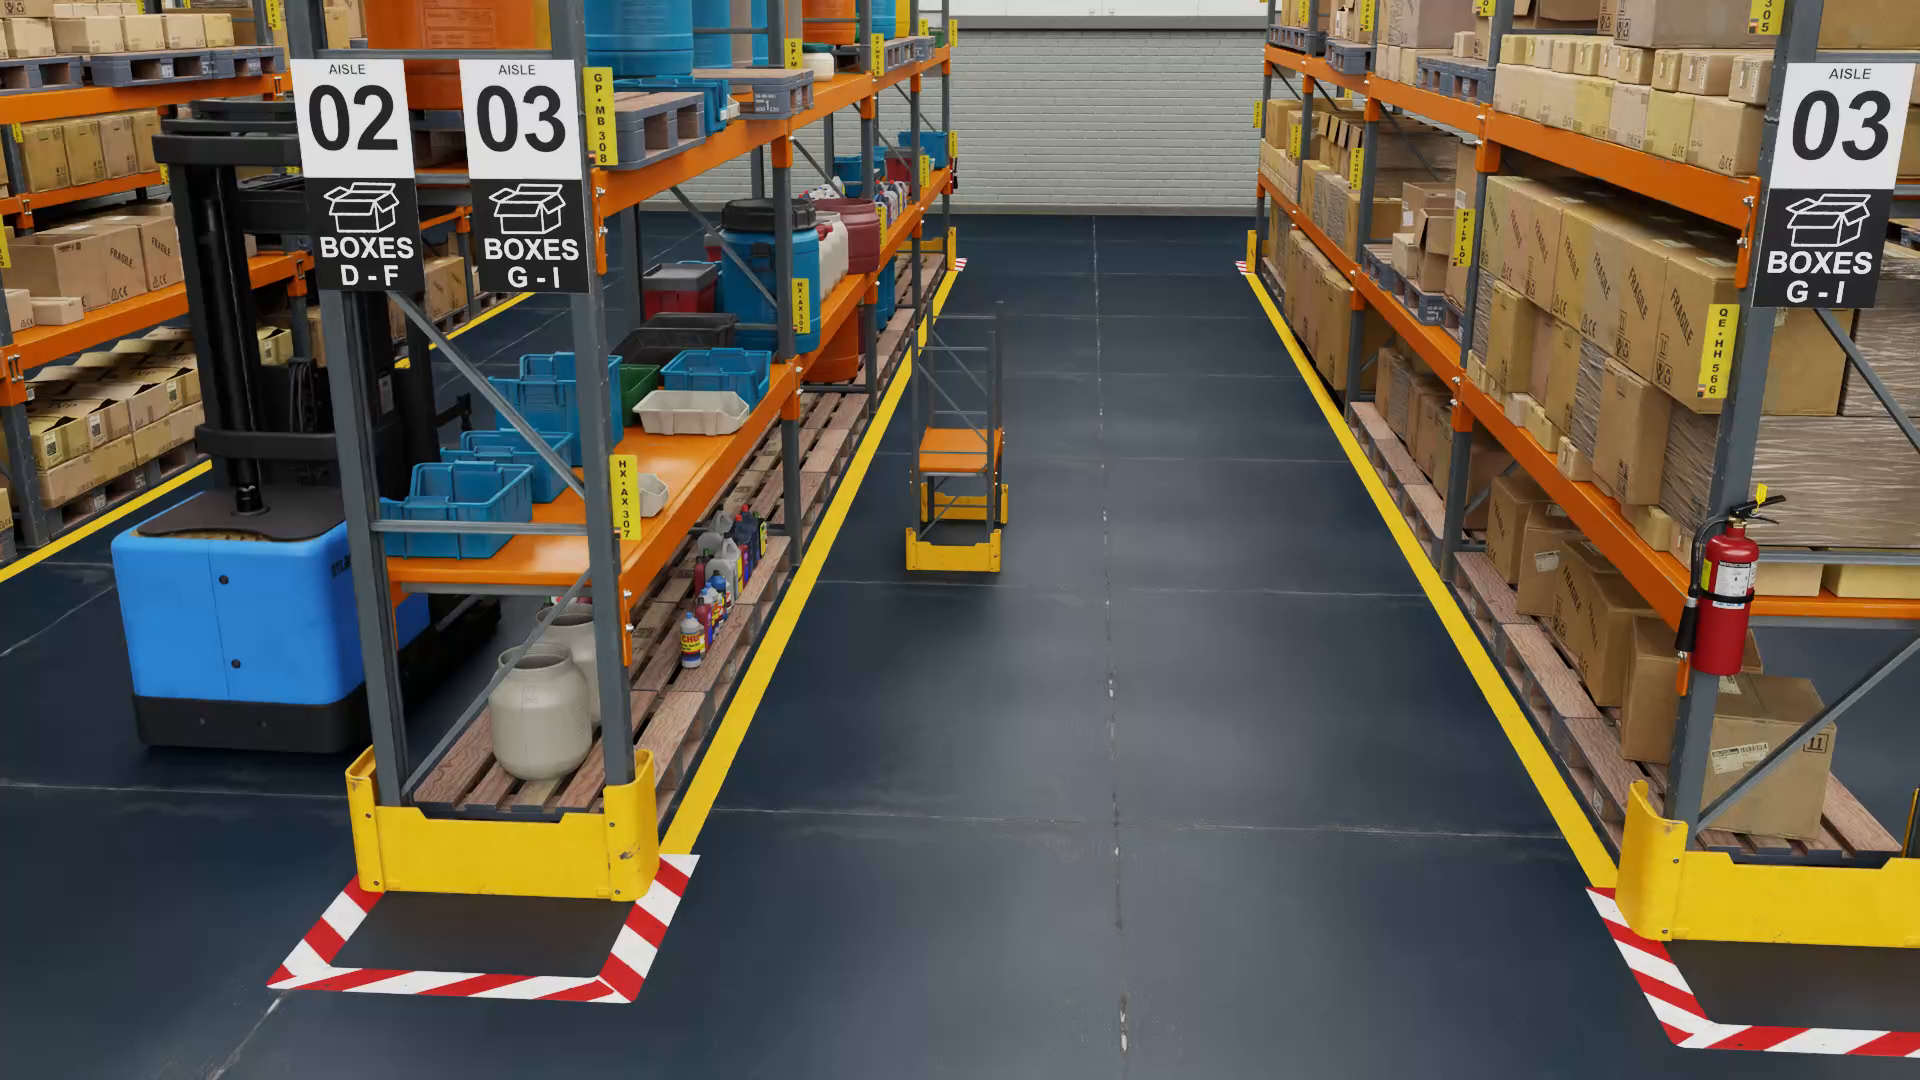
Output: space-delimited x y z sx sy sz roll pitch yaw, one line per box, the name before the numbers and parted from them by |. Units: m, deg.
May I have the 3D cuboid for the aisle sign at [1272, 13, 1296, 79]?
aisle sign | 4.010 -6.162 20.736 0.394 0.787 0.004 1 18 4

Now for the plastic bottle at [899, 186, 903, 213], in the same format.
plastic bottle | -0.655 -3.464 16.876 0.152 0.276 0.135 1 18 4

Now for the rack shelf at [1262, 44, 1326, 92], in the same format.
rack shelf | 4.160 -5.360 18.801 1.077 0.370 4.000 1 18 4

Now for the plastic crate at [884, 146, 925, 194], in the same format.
plastic crate | -0.609 -4.096 18.408 0.402 0.464 0.583 1 18 4

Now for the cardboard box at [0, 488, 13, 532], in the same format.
cardboard box | -6.252 -0.137 10.265 0.500 0.250 0.500 1 18 4

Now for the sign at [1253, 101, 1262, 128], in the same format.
sign | 3.751 -5.361 20.948 0.100 0.325 0.005 1 18 4

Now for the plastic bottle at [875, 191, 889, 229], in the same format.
plastic bottle | -0.742 -3.107 15.668 0.144 0.351 0.185 1 18 4

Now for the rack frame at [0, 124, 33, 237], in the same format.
rack frame | -10.805 -3.987 18.273 1.000 3.000 0.127 1 18 4

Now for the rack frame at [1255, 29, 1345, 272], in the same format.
rack frame | 4.304 -4.897 21.052 1.000 3.000 0.127 1 18 4

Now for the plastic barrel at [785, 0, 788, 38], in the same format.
plastic barrel | -1.532 -3.700 11.889 0.600 0.830 0.708 1 18 4

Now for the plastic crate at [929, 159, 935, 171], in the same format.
plastic crate | -0.514 -4.654 20.636 0.396 0.136 0.243 1 18 4

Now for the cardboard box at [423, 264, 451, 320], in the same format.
cardboard box | -5.657 -2.586 17.305 0.500 0.500 0.500 1 18 4

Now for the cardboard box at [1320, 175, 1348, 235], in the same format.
cardboard box | 3.631 -3.093 15.385 0.500 0.500 0.500 2 18 5

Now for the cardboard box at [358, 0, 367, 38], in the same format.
cardboard box | -5.998 -5.235 16.268 0.600 0.600 0.600 1 18 3

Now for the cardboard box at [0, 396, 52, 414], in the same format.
cardboard box | -6.663 -0.846 11.529 0.500 0.311 0.500 2 18 5

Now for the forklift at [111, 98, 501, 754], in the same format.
forklift | -3.193 -0.821 8.721 1.130 2.935 3.031 2 18 6

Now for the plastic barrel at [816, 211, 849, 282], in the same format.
plastic barrel | -1.071 -2.252 12.800 0.421 0.512 0.421 0 18 0

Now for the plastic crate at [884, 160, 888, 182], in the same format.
plastic crate | -0.630 -4.208 19.042 0.437 0.282 0.530 1 18 4

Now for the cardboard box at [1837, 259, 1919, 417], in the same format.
cardboard box | 3.468 -0.757 6.172 0.500 0.500 0.500 1 18 4

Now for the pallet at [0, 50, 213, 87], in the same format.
pallet | -6.187 -3.411 12.001 1.003 0.211 1.213 2 18 6

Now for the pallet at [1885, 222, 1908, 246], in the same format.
pallet | 8.771 -2.795 14.945 1.003 0.211 1.213 1 18 4

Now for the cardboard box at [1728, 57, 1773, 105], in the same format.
cardboard box | 2.865 -1.565 5.665 0.380 0.149 0.250 1 18 4

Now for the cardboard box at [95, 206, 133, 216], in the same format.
cardboard box | -10.713 -4.138 21.032 0.380 0.149 0.250 1 18 4

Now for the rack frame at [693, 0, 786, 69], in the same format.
rack frame | -1.497 -4.132 9.081 1.000 3.000 0.127 1 18 4

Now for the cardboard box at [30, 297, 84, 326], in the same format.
cardboard box | -6.170 -1.544 11.221 0.380 0.149 0.250 1 18 4

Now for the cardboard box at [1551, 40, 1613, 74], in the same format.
cardboard box | 3.040 -2.294 7.890 0.380 0.149 0.250 1 18 3

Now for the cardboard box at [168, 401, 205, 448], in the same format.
cardboard box | -6.051 -0.883 12.542 0.500 0.250 0.500 2 18 5

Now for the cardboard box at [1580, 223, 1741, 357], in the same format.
cardboard box | 3.018 -1.079 7.155 0.500 0.500 0.500 1 18 4

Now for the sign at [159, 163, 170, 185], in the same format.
sign | -6.692 -3.157 14.008 0.100 0.325 0.005 1 18 4

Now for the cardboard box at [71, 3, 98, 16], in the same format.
cardboard box | -10.412 -6.114 19.354 0.500 0.250 0.500 1 18 2

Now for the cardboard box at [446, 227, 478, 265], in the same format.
cardboard box | -5.734 -3.484 20.040 0.797 0.503 0.637 1 18 4

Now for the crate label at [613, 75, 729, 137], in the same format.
crate label | -1.320 -1.967 7.532 0.502 0.251 0.408 1 18 4

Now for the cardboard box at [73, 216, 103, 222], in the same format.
cardboard box | -10.405 -3.801 20.005 0.380 0.149 0.250 1 18 2

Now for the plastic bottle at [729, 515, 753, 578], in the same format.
plastic bottle | -1.269 0.035 9.547 0.144 0.351 0.185 0 18 1

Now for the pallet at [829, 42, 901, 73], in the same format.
pallet | -1.058 -4.094 14.087 1.003 0.211 1.213 1 18 4

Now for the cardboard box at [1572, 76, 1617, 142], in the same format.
cardboard box | 3.047 -1.908 7.353 0.500 0.250 0.500 1 18 3

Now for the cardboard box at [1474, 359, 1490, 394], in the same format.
cardboard box | 3.097 -0.914 9.298 0.380 0.149 0.250 1 18 4

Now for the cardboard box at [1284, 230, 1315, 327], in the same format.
cardboard box | 3.991 -2.646 16.918 1.225 0.875 0.875 1 18 4

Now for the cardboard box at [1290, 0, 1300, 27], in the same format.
cardboard box | 4.170 -6.121 18.973 0.700 0.500 0.500 0 18 0

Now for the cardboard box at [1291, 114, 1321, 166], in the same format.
cardboard box | 3.783 -4.230 17.575 0.500 0.500 0.500 2 18 5

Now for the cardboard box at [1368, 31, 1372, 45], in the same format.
cardboard box | 3.702 -4.278 13.504 0.797 0.503 0.637 2 18 7

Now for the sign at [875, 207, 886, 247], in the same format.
sign | -0.661 -2.591 13.750 0.100 0.325 0.005 1 18 4

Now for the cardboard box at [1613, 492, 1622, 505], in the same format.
cardboard box | 3.049 -0.212 7.157 0.380 0.149 0.250 1 18 4

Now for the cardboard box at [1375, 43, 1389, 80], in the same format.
cardboard box | 3.443 -3.627 12.597 0.500 0.250 0.500 2 18 5

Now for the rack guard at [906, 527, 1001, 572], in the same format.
rack guard | -0.041 0.060 10.340 0.587 0.250 0.087 1 18 4

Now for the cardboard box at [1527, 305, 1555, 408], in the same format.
cardboard box | 3.343 -0.909 8.241 0.875 0.500 0.500 1 18 4

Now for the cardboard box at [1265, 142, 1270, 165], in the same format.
cardboard box | 3.969 -4.663 20.099 0.500 0.250 0.500 1 18 3

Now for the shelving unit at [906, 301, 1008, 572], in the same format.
shelving unit | -0.005 -0.689 10.617 0.587 1.500 1.083 1 18 4

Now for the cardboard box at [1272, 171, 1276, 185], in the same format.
cardboard box | 3.840 -4.197 19.319 0.380 0.149 0.250 1 18 3

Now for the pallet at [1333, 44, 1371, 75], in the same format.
pallet | 3.723 -3.950 13.646 1.213 0.211 1.003 2 18 6

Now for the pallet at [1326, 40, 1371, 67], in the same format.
pallet | 3.801 -4.297 14.706 1.003 0.211 1.213 2 18 6

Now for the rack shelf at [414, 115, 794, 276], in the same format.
rack shelf | -1.640 -1.743 7.765 1.077 0.370 4.000 1 18 4

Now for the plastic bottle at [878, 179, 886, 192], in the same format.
plastic bottle | -0.807 -3.453 16.722 0.144 0.351 0.185 1 18 4

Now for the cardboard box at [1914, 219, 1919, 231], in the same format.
cardboard box | 8.285 -2.671 13.987 0.380 0.149 0.250 2 18 5

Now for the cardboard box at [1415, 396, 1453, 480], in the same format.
cardboard box | 3.602 -0.703 11.560 0.700 0.500 0.500 0 18 -1

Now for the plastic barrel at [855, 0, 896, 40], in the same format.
plastic barrel | -0.893 -5.095 15.359 0.600 0.901 0.708 1 18 4

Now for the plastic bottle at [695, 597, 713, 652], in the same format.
plastic bottle | -1.308 0.417 8.489 0.061 0.283 0.133 2 18 5

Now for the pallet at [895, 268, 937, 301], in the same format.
pallet | -0.825 -3.050 19.891 1.003 0.211 1.213 1 18 4

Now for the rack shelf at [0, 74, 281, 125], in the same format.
rack shelf | -6.294 -3.098 11.897 1.077 0.370 4.000 1 18 4
